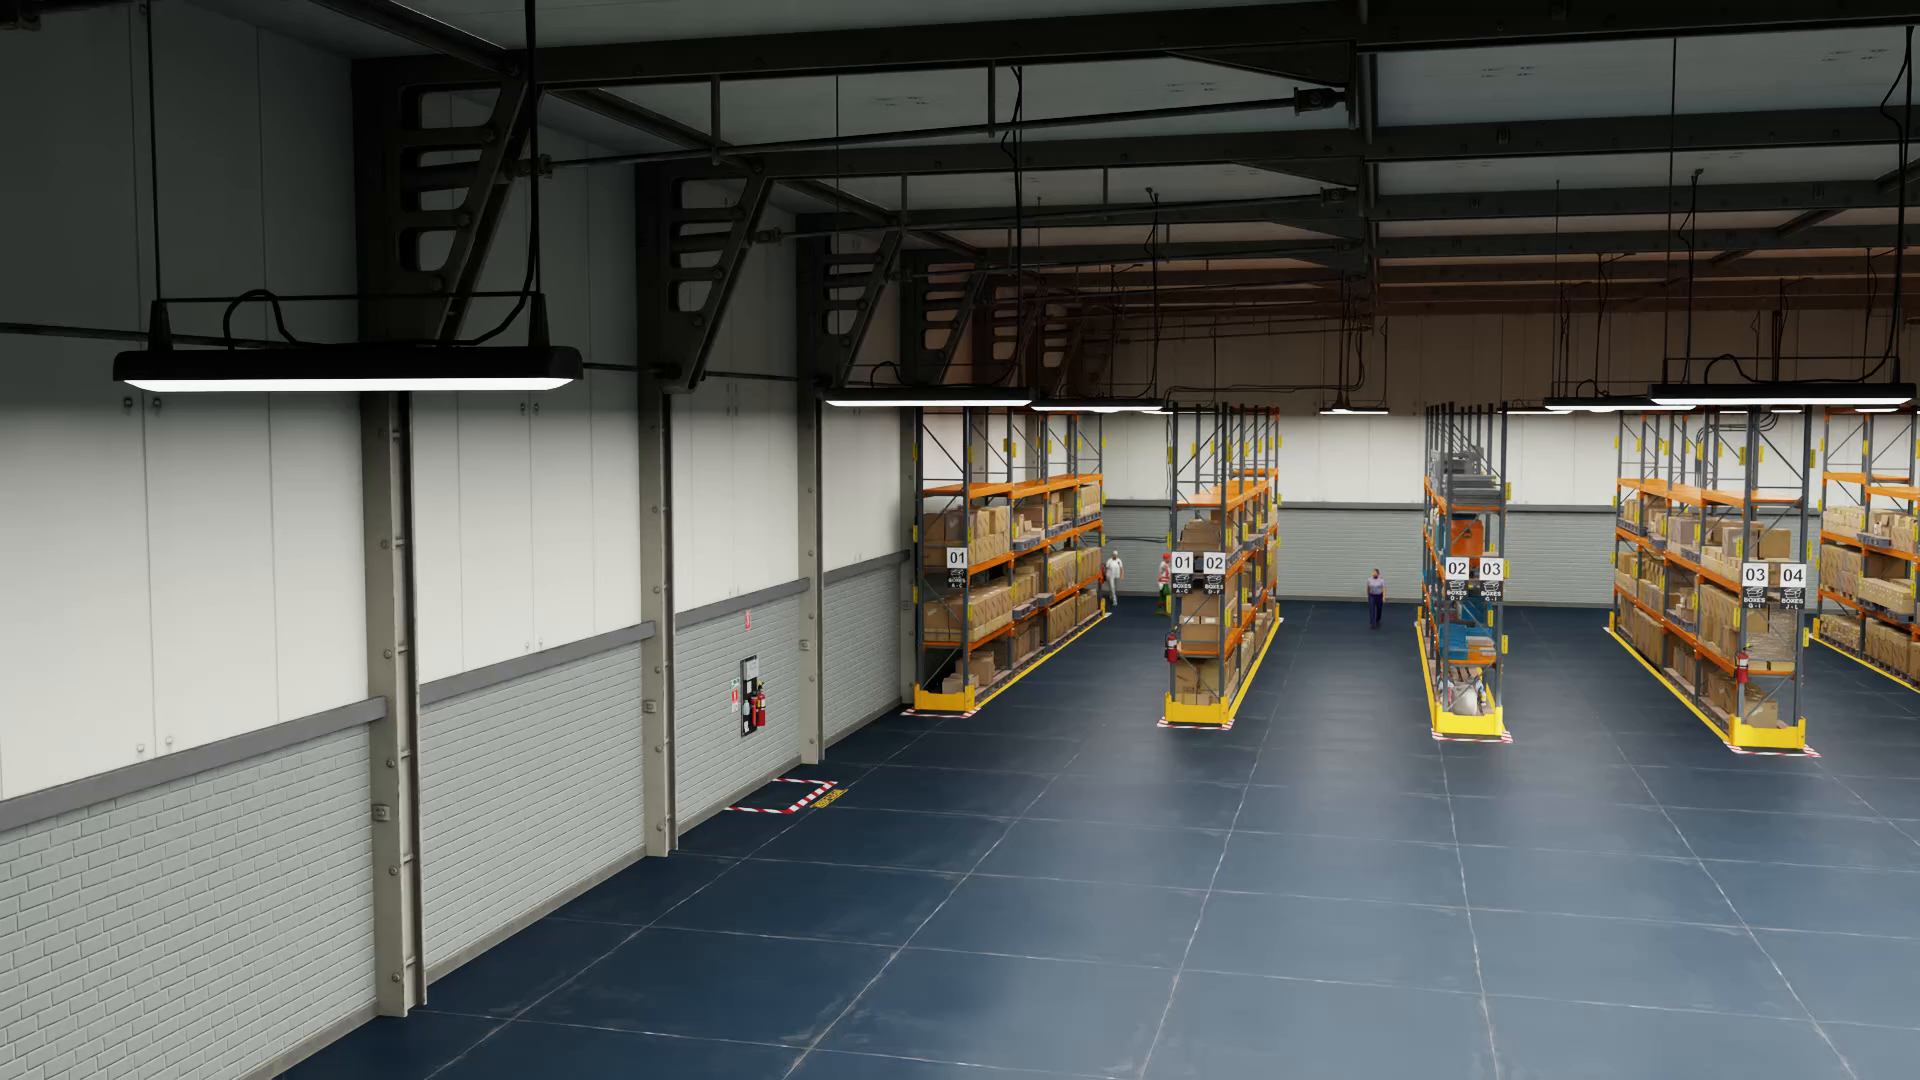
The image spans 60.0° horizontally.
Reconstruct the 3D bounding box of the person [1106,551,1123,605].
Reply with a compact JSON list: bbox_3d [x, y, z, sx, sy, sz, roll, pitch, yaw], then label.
[{"bbox_3d":[4.742,1.137,51.003,0.490,1.623,0.995,-1,4,-19],"label":"person"}]

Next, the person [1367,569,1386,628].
[{"bbox_3d":[11.323,1.574,45.217,0.493,1.588,1.034,1,4,12],"label":"person"}]

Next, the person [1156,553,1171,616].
[{"bbox_3d":[5.936,1.290,48.030,0.533,1.820,0.617,1,4,17],"label":"person"}]
